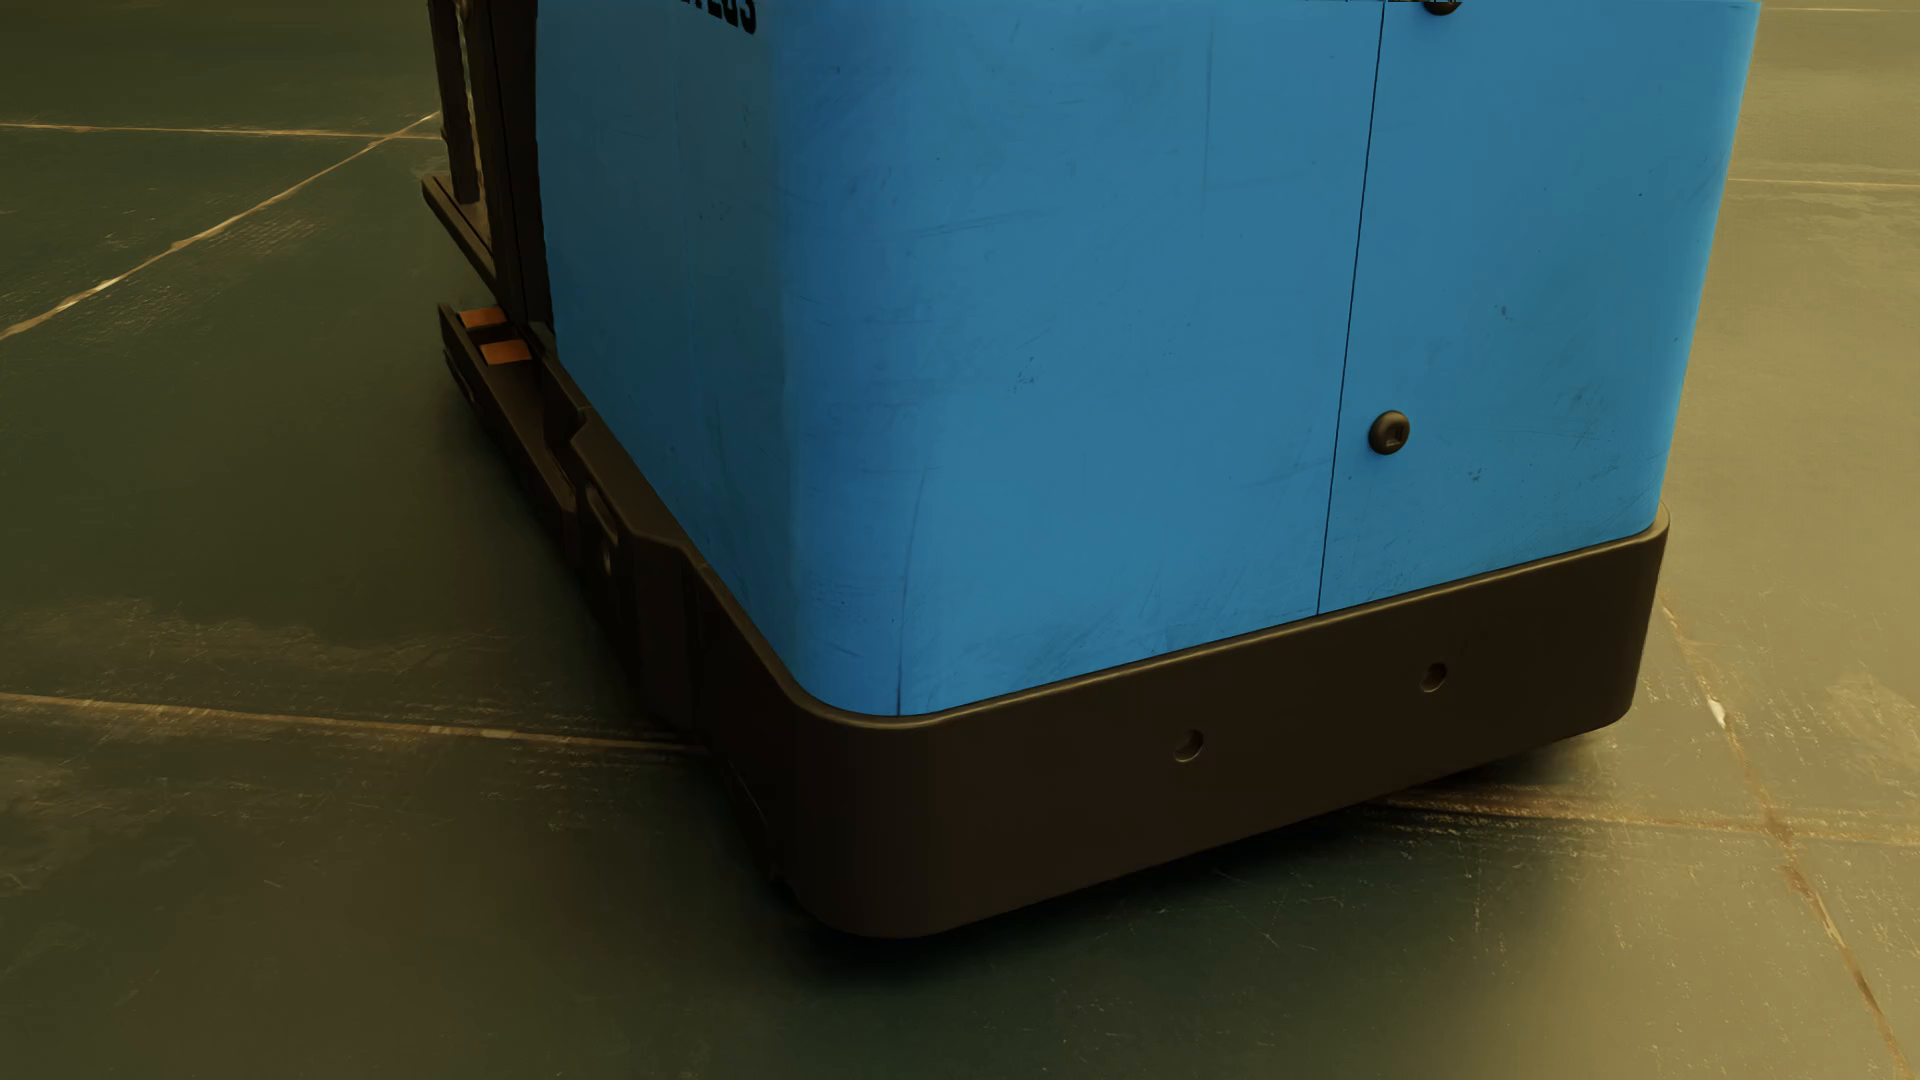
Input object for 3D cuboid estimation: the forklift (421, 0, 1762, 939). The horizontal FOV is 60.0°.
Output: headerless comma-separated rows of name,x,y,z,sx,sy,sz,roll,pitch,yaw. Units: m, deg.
forklift,-0.288,-1.563,2.350,1.130,2.935,3.031,-12,29,-23
